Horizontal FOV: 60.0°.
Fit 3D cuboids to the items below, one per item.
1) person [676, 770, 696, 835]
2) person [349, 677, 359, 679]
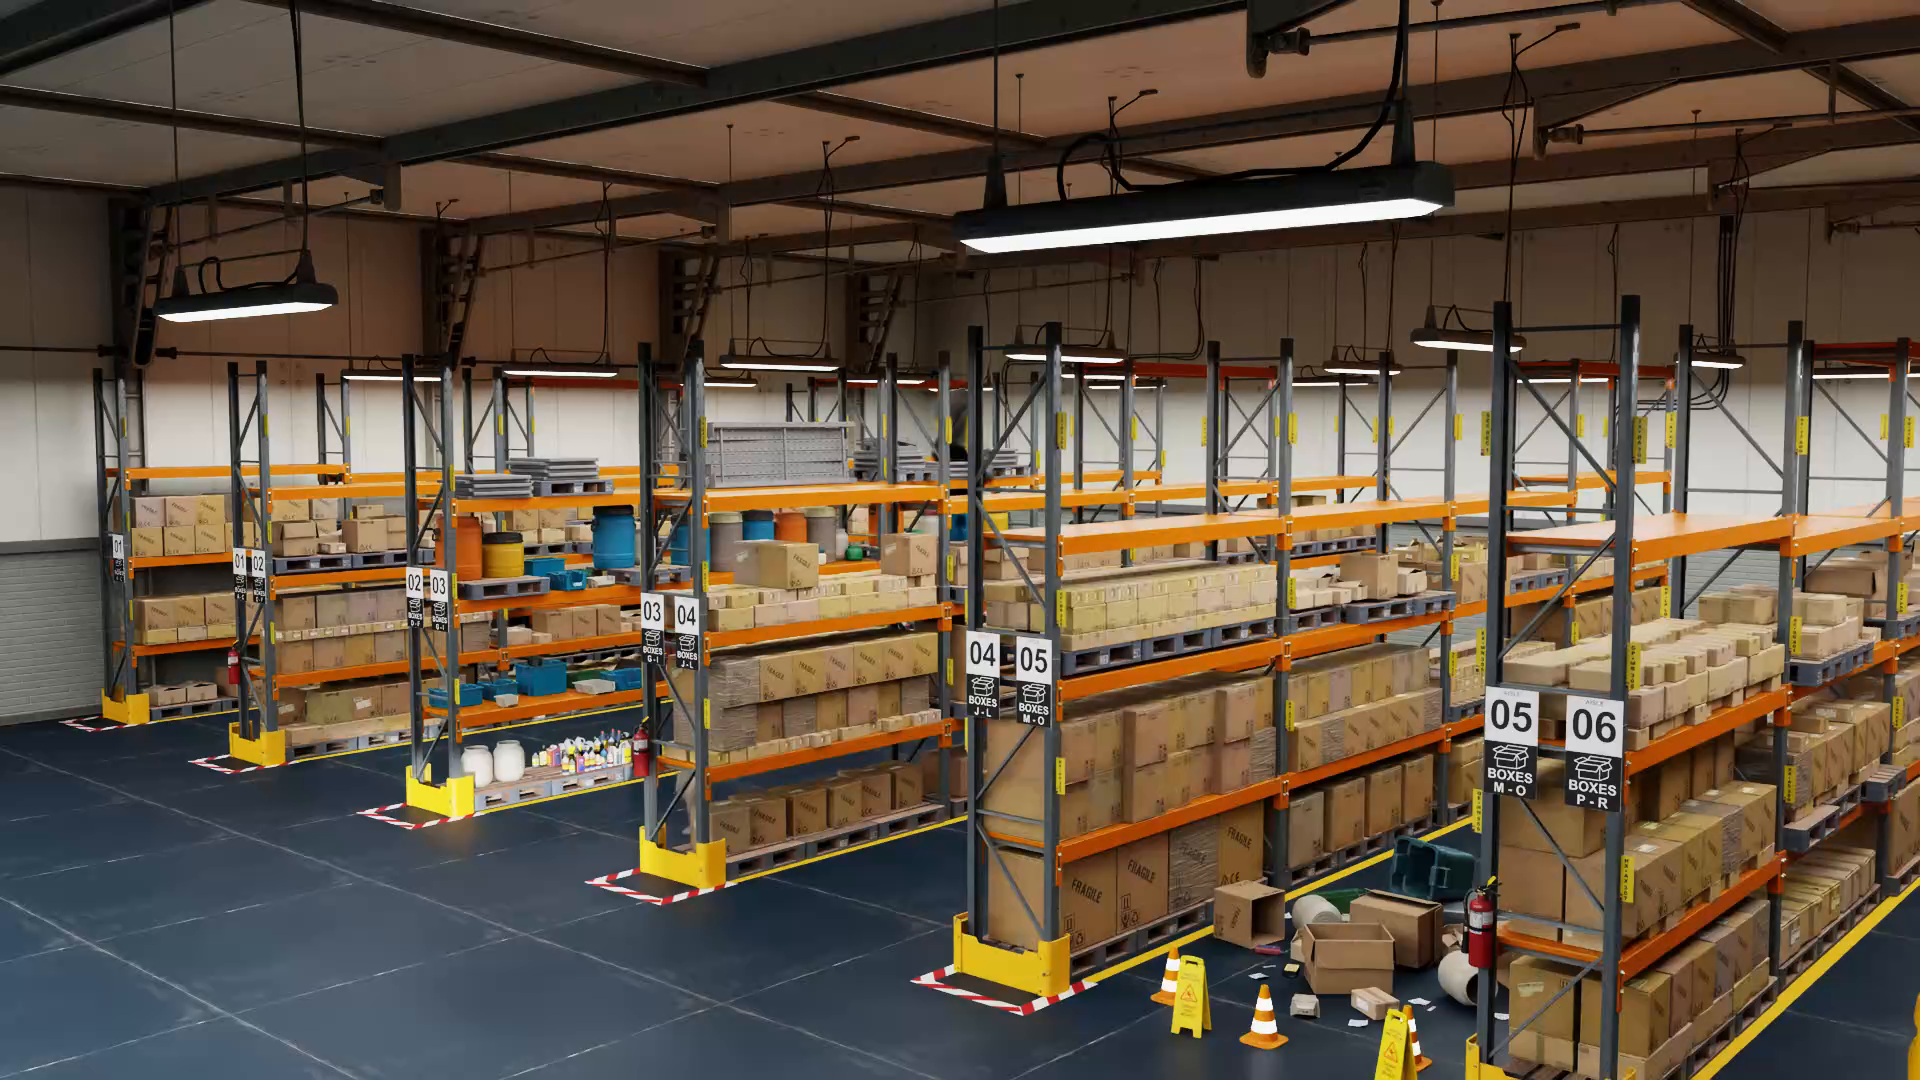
[{"bbox_3d":[-3.284,2.809,20.860,0.672,1.703,0.644,2,5,29],"label":"person"},{"bbox_3d":[-10.355,2.196,28.640,0.678,1.740,0.593,3,5,32],"label":"person"}]
